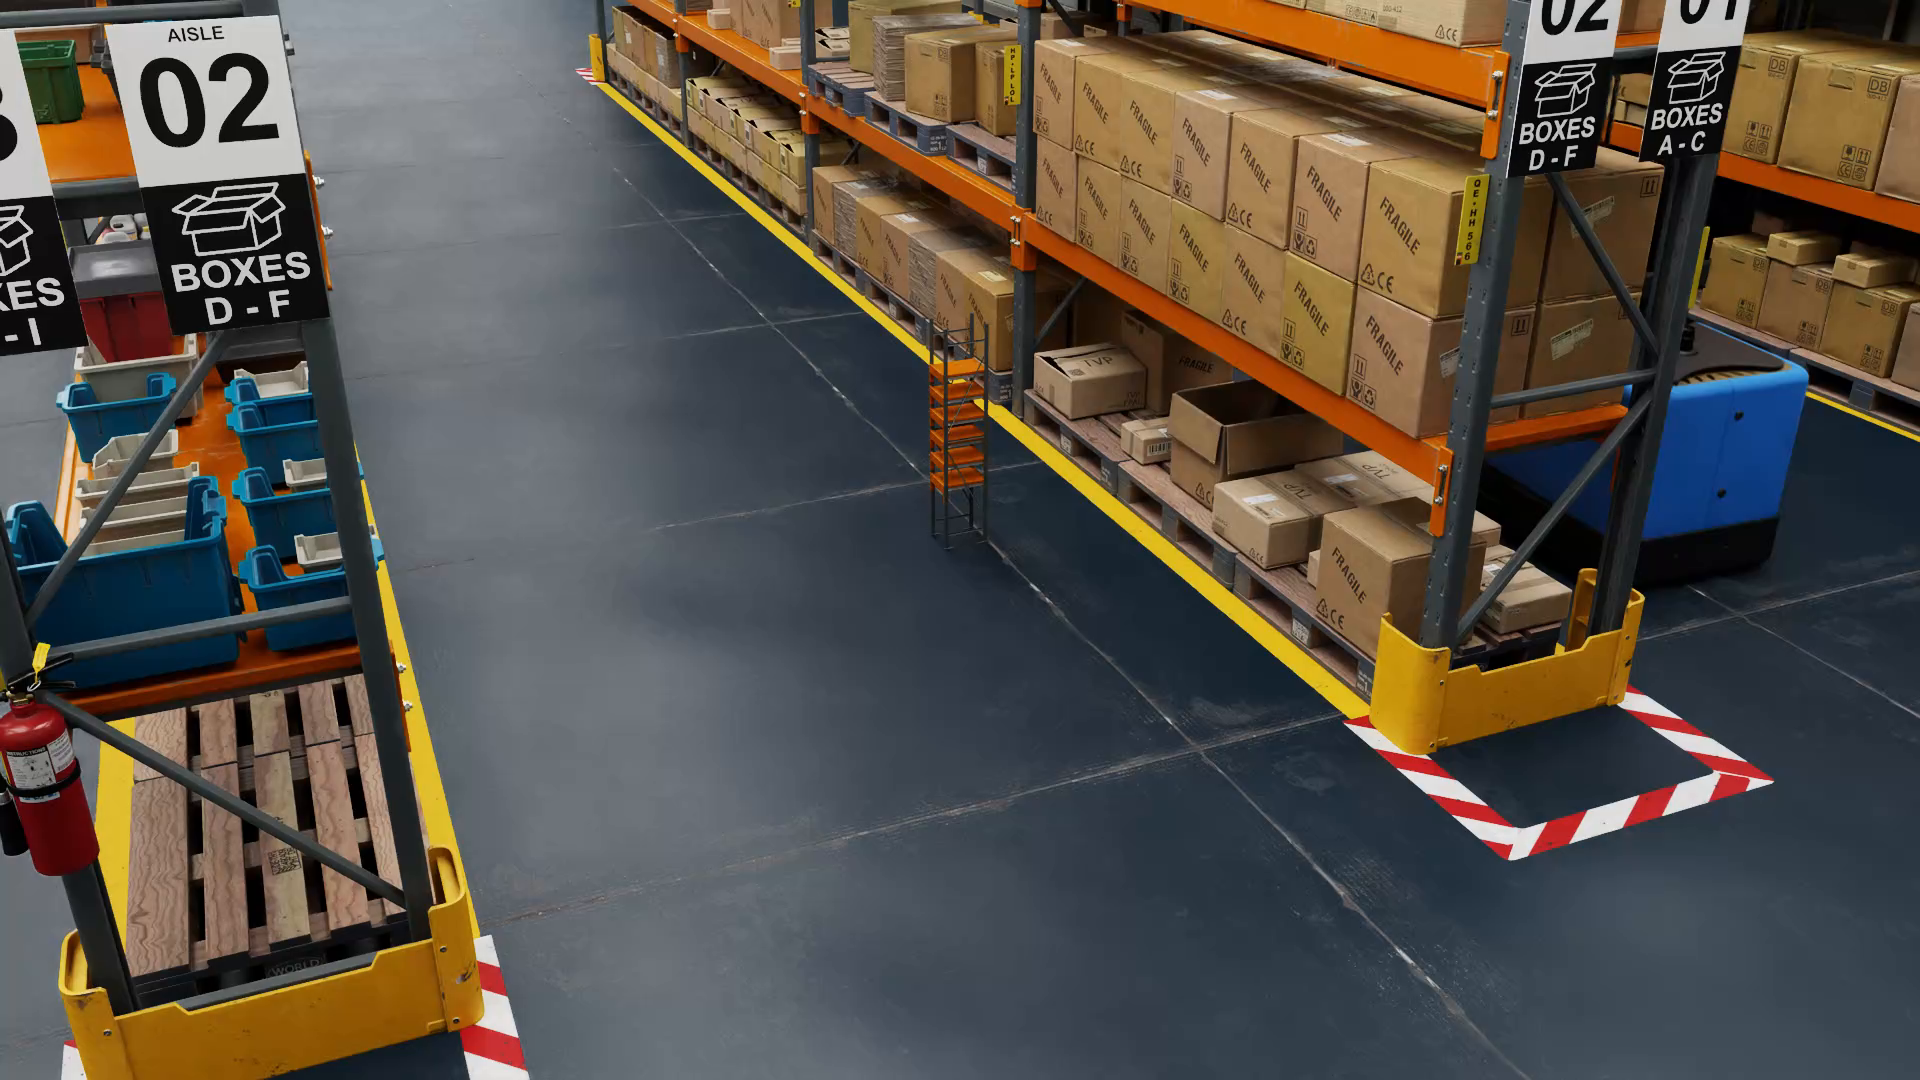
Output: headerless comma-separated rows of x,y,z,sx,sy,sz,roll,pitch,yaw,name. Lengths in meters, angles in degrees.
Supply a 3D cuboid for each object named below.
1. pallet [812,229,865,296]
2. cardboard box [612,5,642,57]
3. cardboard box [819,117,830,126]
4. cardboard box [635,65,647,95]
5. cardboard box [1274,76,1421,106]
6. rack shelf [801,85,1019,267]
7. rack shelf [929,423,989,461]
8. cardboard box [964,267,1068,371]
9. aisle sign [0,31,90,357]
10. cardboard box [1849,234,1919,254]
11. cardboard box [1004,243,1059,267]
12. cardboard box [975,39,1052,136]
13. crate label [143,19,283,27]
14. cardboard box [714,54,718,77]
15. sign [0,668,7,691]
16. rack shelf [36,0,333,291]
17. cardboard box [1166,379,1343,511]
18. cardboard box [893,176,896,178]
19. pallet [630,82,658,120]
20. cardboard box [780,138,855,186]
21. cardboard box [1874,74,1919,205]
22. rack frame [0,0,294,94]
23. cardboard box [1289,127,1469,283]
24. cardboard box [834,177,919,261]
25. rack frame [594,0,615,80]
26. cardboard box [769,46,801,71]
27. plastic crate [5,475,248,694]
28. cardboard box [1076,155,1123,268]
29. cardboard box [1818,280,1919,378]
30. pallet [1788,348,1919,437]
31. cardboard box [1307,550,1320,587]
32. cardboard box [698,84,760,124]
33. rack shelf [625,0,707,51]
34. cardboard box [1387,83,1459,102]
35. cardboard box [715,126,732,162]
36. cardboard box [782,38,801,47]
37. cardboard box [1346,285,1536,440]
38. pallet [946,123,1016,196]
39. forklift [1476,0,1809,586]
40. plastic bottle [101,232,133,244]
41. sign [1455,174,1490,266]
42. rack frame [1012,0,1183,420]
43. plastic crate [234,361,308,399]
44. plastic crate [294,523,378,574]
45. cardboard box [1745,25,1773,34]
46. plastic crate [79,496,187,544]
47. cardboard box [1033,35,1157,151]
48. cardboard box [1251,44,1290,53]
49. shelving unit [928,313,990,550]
-0.503,-2.251,13.119,1.003,0.211,1.213,-11,28,-21,pallet
-3.690,-5.875,19.165,0.500,0.500,0.500,-11,28,-21,cardboard box
-1.106,-3.696,14.916,0.500,0.311,0.500,-11,28,-22,cardboard box
-3.302,-5.134,18.501,0.500,0.250,0.500,-11,28,-21,cardboard box
1.839,-1.918,8.006,0.500,0.500,0.500,-11,28,-21,cardboard box
0.023,-2.681,11.642,1.077,0.370,4.000,-11,28,-21,rack shelf
-0.006,-0.505,8.518,0.258,0.103,0.180,-11,28,-21,rack shelf
0.349,-1.421,10.590,0.500,0.500,0.500,-11,28,-21,cardboard box
-2.428,-0.821,4.050,0.394,0.787,0.004,-11,28,-21,aisle sign
5.999,-1.861,10.774,0.380,0.149,0.250,-12,28,-22,cardboard box
0.622,-1.722,11.205,0.500,0.500,0.500,-10,28,-20,cardboard box
0.499,-2.927,10.733,0.700,0.500,0.500,-6,27,-12,cardboard box
-2.251,-1.442,5.034,0.408,0.251,0.502,-11,28,-21,crate label
-2.423,-5.158,17.696,0.500,0.500,0.500,-11,28,-21,cardboard box
-2.686,0.295,4.540,0.100,0.325,0.005,-11,28,-21,sign
-2.970,-1.565,5.937,1.077,0.370,4.000,-11,28,-21,rack shelf
1.547,-0.515,8.730,0.797,0.503,0.637,-11,28,-21,cardboard box
-0.695,-3.027,14.186,0.500,0.250,0.500,-11,28,-21,cardboard box
-3.081,-4.995,18.740,1.003,0.211,1.213,-11,28,-21,pallet
-1.192,-3.186,13.873,0.500,0.311,0.500,-10,28,-19,cardboard box
6.135,-2.375,9.853,0.980,0.700,0.700,-12,28,-23,cardboard box
-2.187,-2.428,3.467,1.000,3.000,0.127,-11,28,-21,rack frame
1.747,-1.413,6.971,0.500,0.500,0.500,-10,28,-19,cardboard box
-0.635,-2.443,12.682,0.500,0.500,0.500,-12,28,-22,cardboard box
-3.893,-7.041,19.753,1.000,3.000,0.127,-11,28,-21,rack frame
-1.367,-4.014,13.840,0.380,0.149,0.250,-11,28,-21,cardboard box
-2.490,0.122,4.973,0.616,0.435,0.499,-11,28,-21,plastic crate
0.958,-1.783,8.869,0.500,0.500,0.500,-10,28,-20,cardboard box
5.954,-1.384,10.537,0.700,0.500,0.500,-10,28,-19,cardboard box
6.070,-0.983,10.522,1.003,0.211,1.213,-11,28,-21,pallet
1.857,0.137,7.778,0.380,0.166,0.250,-11,28,-21,cardboard box
-2.203,-4.219,15.988,0.500,0.311,0.500,-11,28,-21,cardboard box
-3.110,-5.911,18.257,1.077,0.370,4.000,-11,28,-21,rack shelf
3.964,-3.568,14.610,0.750,0.750,0.750,-11,28,-21,cardboard box
-1.992,-3.759,15.685,0.500,0.250,0.500,-11,28,-22,cardboard box
-1.312,-4.204,14.228,0.380,0.149,0.250,-8,27,-17,cardboard box
1.947,-0.761,6.776,0.500,0.500,0.500,-10,28,-19,cardboard box
0.594,-2.452,10.572,1.003,0.211,1.213,-11,28,-21,pallet
3.147,-1.712,8.915,1.130,2.935,3.031,-9,27,-17,forklift
-4.205,-1.395,8.330,0.152,0.276,0.135,-11,28,-21,plastic bottle
1.854,-1.157,6.021,0.100,0.325,0.005,-11,28,-21,sign
0.806,-2.197,9.831,1.000,3.000,0.127,-11,28,-21,rack frame
-2.795,-0.604,6.801,0.293,0.136,0.466,-11,28,-21,plastic crate
-2.030,0.059,5.442,0.250,0.136,0.298,-11,28,-21,plastic crate
5.414,-3.466,11.954,0.500,0.500,0.500,-12,28,-22,cardboard box
-2.773,-0.059,5.683,0.396,0.136,0.243,-11,28,-21,plastic crate
0.732,-2.453,9.101,0.500,0.500,0.500,-10,28,-19,cardboard box
3.095,-4.805,16.666,0.500,0.250,0.500,-11,28,-21,cardboard box
-0.006,-0.545,8.499,0.258,1.200,0.189,-11,28,-21,shelving unit
